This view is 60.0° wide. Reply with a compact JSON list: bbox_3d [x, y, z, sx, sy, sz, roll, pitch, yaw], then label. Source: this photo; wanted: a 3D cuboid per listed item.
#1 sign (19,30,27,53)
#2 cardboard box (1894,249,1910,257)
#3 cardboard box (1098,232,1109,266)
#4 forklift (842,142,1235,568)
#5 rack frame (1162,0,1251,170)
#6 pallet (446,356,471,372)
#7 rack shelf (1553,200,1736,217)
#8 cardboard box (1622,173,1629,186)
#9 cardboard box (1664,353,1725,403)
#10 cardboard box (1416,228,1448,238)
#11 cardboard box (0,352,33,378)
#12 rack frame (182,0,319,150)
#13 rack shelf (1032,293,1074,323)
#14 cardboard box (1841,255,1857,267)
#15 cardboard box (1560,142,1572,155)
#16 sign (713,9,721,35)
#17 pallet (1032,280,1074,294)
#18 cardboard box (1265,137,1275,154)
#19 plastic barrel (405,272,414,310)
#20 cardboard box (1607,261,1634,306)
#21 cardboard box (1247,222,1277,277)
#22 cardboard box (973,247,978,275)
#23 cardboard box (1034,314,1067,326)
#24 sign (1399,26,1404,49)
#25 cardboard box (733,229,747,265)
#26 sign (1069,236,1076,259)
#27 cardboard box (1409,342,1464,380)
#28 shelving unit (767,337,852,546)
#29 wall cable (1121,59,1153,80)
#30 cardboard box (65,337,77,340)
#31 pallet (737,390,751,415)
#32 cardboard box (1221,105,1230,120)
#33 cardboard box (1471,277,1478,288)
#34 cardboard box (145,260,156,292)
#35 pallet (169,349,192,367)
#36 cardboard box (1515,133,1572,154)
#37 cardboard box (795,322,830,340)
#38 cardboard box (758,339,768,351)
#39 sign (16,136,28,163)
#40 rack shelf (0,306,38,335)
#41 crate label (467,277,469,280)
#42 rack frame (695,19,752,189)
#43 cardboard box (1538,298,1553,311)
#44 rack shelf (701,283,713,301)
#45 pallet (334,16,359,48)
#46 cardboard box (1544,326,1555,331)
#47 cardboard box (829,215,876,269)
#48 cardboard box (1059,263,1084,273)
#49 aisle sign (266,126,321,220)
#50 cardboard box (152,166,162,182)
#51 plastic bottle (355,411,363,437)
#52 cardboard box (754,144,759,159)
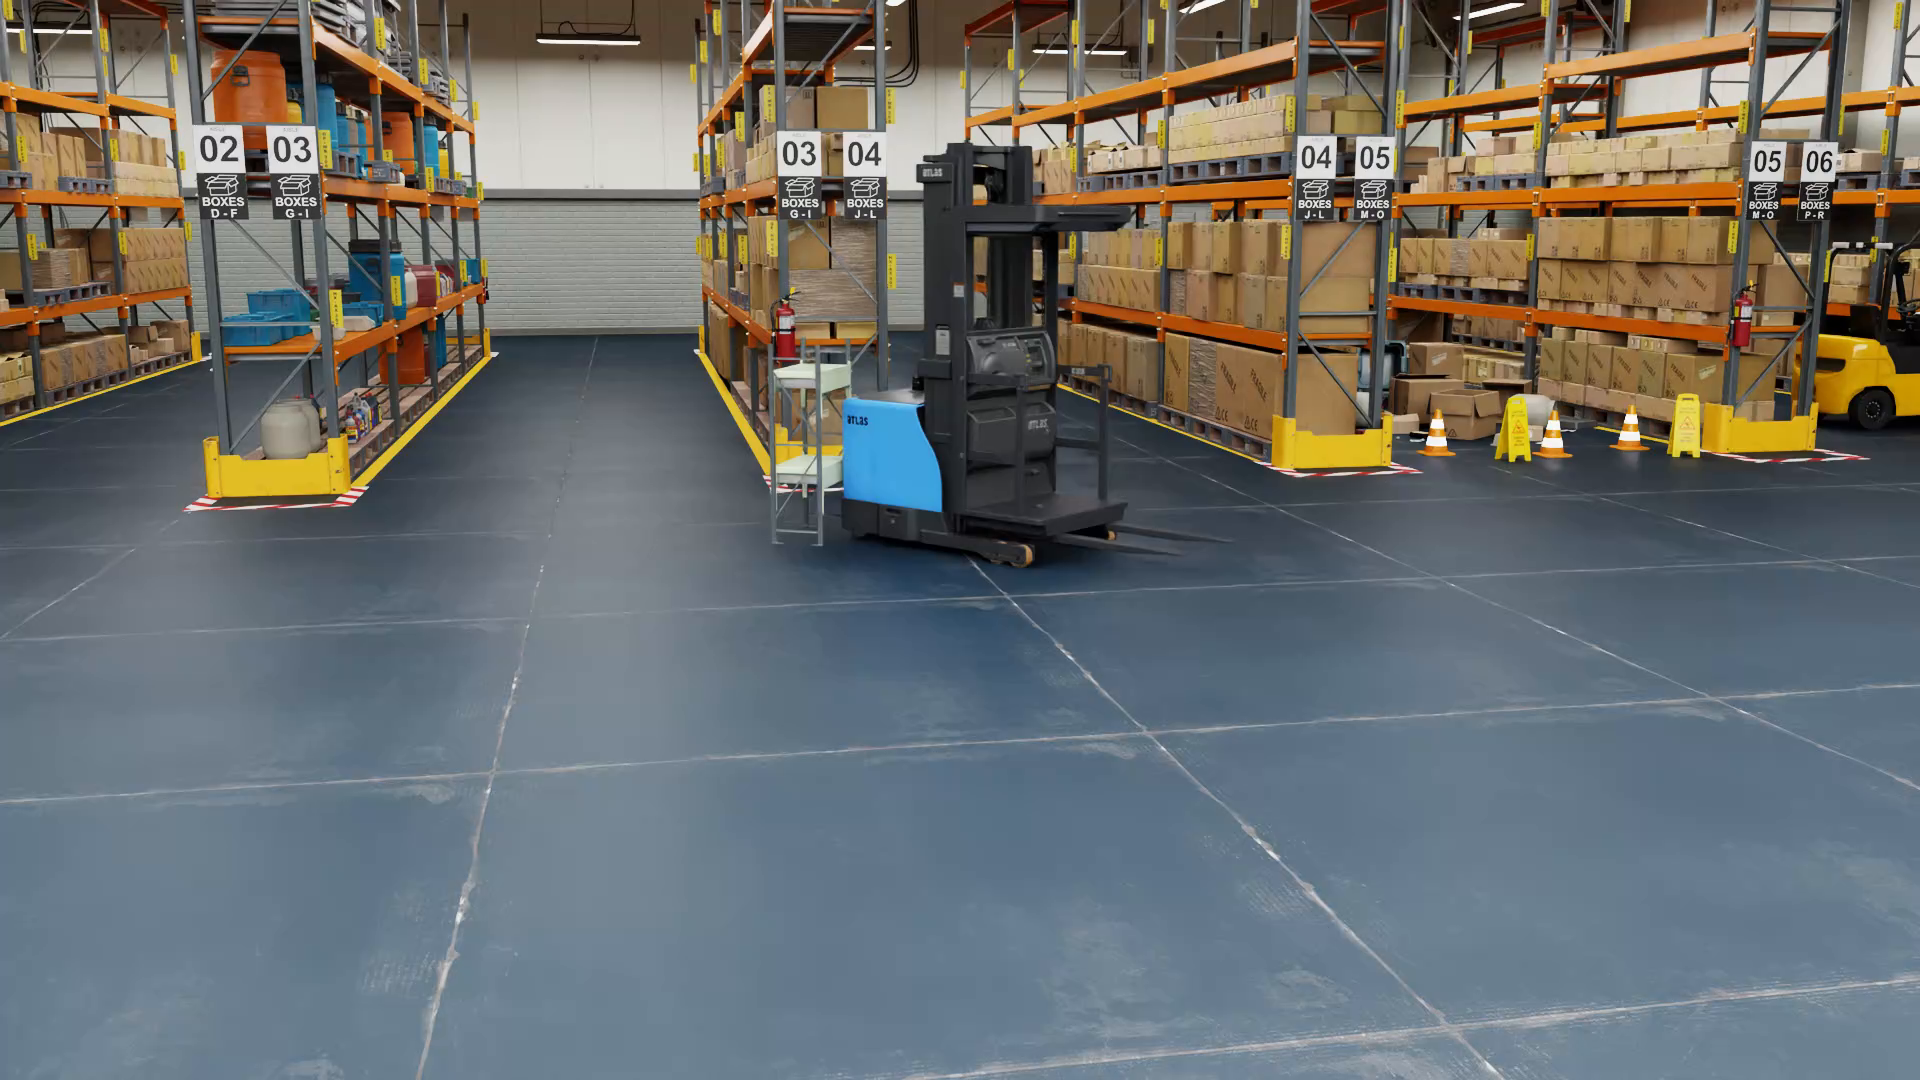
[{"bbox_3d":[-13.767,-7.335,24.458,0.100,0.325,0.005,-2,11,-11],"label":"sign"},{"bbox_3d":[12.403,-3.785,21.764,0.380,0.149,0.250,-2,11,-10],"label":"cardboard box"},{"bbox_3d":[2.327,-4.059,23.060,0.700,0.500,0.500,-2,11,-12],"label":"cardboard box"},{"bbox_3d":[0.539,-1.354,11.969,3.031,2.935,1.130,9,14,40],"label":"forklift"},{"bbox_3d":[2.928,-5.908,19.669,1.000,3.000,0.127,-2,11,-11],"label":"rack frame"},{"bbox_3d":[-8.553,-2.850,27.104,1.003,0.211,1.213,-2,11,-11],"label":"pallet"},{"bbox_3d":[11.465,-5.561,27.794,1.077,0.370,4.000,-2,11,-11],"label":"rack shelf"},{"bbox_3d":[7.883,-4.160,19.181,0.380,0.149,0.250,-2,11,-11],"label":"cardboard box"},{"bbox_3d":[8.130,-1.787,18.289,0.500,0.500,0.500,-2,11,-11],"label":"cardboard box"},{"bbox_3d":[7.130,-4.533,25.547,0.500,0.500,0.500,-2,11,-13],"label":"cardboard box"},{"bbox_3d":[-12.110,-2.217,21.053,0.500,0.311,0.500,-2,11,-10],"label":"cardboard box"},{"bbox_3d":[-6.038,-4.832,14.018,1.000,3.000,0.127,-2,11,-11],"label":"rack frame"},{"bbox_3d":[1.761,-3.708,26.079,1.077,0.370,4.000,-2,11,-11],"label":"rack shelf"},{"bbox_3d":[12.279,-3.810,22.687,0.380,0.149,0.250,-2,11,-12],"label":"cardboard box"},{"bbox_3d":[7.584,-4.785,20.331,0.380,0.149,0.250,-2,11,-9],"label":"cardboard box"},{"bbox_3d":[-3.279,-6.996,22.462,0.100,0.325,0.005,-2,11,-11],"label":"sign"},{"bbox_3d":[1.725,-3.962,26.002,1.003,0.211,1.213,-2,11,-11],"label":"pallet"},{"bbox_3d":[3.260,-3.928,16.569,0.380,0.149,0.250,-2,11,-11],"label":"cardboard box"},{"bbox_3d":[-7.102,-3.149,20.921,0.421,0.512,0.421,0,11,0],"label":"plastic barrel"},{"bbox_3d":[7.899,-2.988,19.310,0.500,0.500,0.500,-2,11,-10],"label":"cardboard box"},{"bbox_3d":[3.474,-2.998,17.138,0.875,0.550,0.550,-2,11,-11],"label":"cardboard box"},{"bbox_3d":[0.539,-5.167,30.760,0.500,0.500,0.500,-2,11,-11],"label":"cardboard box"},{"bbox_3d":[1.457,-3.438,26.296,0.500,0.250,0.500,-2,11,-9],"label":"cardboard box"},{"bbox_3d":[6.442,-7.356,24.355,0.100,0.325,0.005,-2,11,-11],"label":"sign"},{"bbox_3d":[-2.862,-4.209,23.839,0.797,0.503,0.637,-2,11,-9],"label":"cardboard box"},{"bbox_3d":[1.619,-4.203,23.871,0.100,0.325,0.005,-2,11,-11],"label":"sign"},{"bbox_3d":[6.023,-2.233,21.067,0.500,0.500,0.500,-2,11,-11],"label":"cardboard box"},{"bbox_3d":[-1.134,-0.767,12.717,0.431,1.500,0.755,3,11,14],"label":"shelving unit"},{"bbox_3d":[4.785,-9.367,37.844,2.355,3.000,0.029,-2,11,-11],"label":"wall cable"},{"bbox_3d":[-13.261,-2.700,24.368,0.500,0.500,0.500,-2,11,-10],"label":"cardboard box"},{"bbox_3d":[-2.351,-1.796,21.569,1.003,0.211,1.213,-2,11,-11],"label":"pallet"},{"bbox_3d":[3.011,-4.554,17.725,0.380,0.149,0.250,-2,11,-11],"label":"cardboard box"},{"bbox_3d":[7.208,-3.514,22.687,0.380,0.149,0.250,-2,11,-11],"label":"cardboard box"},{"bbox_3d":[-13.261,-4.245,26.709,0.500,0.500,0.500,-2,11,-11],"label":"cardboard box"},{"bbox_3d":[-13.838,-3.110,28.474,1.003,0.211,1.213,-2,11,-11],"label":"pallet"},{"bbox_3d":[7.526,-5.113,21.455,0.500,0.250,0.500,-2,11,-10],"label":"cardboard box"},{"bbox_3d":[-1.437,-1.987,15.784,0.380,0.149,0.250,-2,11,-11],"label":"cardboard box"},{"bbox_3d":[-2.462,-2.670,22.208,0.500,0.250,0.500,-1,11,-5],"label":"cardboard box"},{"bbox_3d":[-11.907,-4.958,21.107,0.100,0.325,0.005,-2,11,-11],"label":"sign"},{"bbox_3d":[-12.064,-2.453,19.485,1.077,0.370,4.000,-2,11,-11],"label":"rack shelf"},{"bbox_3d":[-8.693,-4.473,28.719,0.396,0.136,0.243,-2,11,-11],"label":"crate label"},{"bbox_3d":[-4.291,-7.947,30.382,1.000,3.000,0.127,-2,11,-11],"label":"rack frame"},{"bbox_3d":[7.510,-2.967,20.932,0.380,0.149,0.250,-2,11,-11],"label":"cardboard box"},{"bbox_3d":[-3.902,-4.280,29.083,1.077,0.370,4.000,-2,11,-11],"label":"rack shelf"},{"bbox_3d":[-6.387,-4.902,15.961,1.003,0.211,1.213,-2,11,-11],"label":"pallet"},{"bbox_3d":[11.179,-3.823,30.828,0.500,0.311,0.500,-2,11,-9],"label":"cardboard box"},{"bbox_3d":[-1.019,-2.863,15.977,0.500,0.500,0.500,-2,11,-11],"label":"cardboard box"},{"bbox_3d":[1.607,-3.998,24.430,0.380,0.149,0.250,-2,11,-10],"label":"cardboard box"},{"bbox_3d":[-5.736,-3.160,14.323,0.394,0.787,0.004,-2,11,-11],"label":"aisle sign"},{"bbox_3d":[-13.468,-6.017,27.330,0.500,0.250,0.500,-2,11,-11],"label":"cardboard box"},{"bbox_3d":[-6.171,-1.186,17.027,0.097,0.271,0.097,0,11,0],"label":"plastic bottle"},{"bbox_3d":[-1.990,-4.132,17.694,0.380,0.149,0.250,-2,11,-12],"label":"cardboard box"}]
